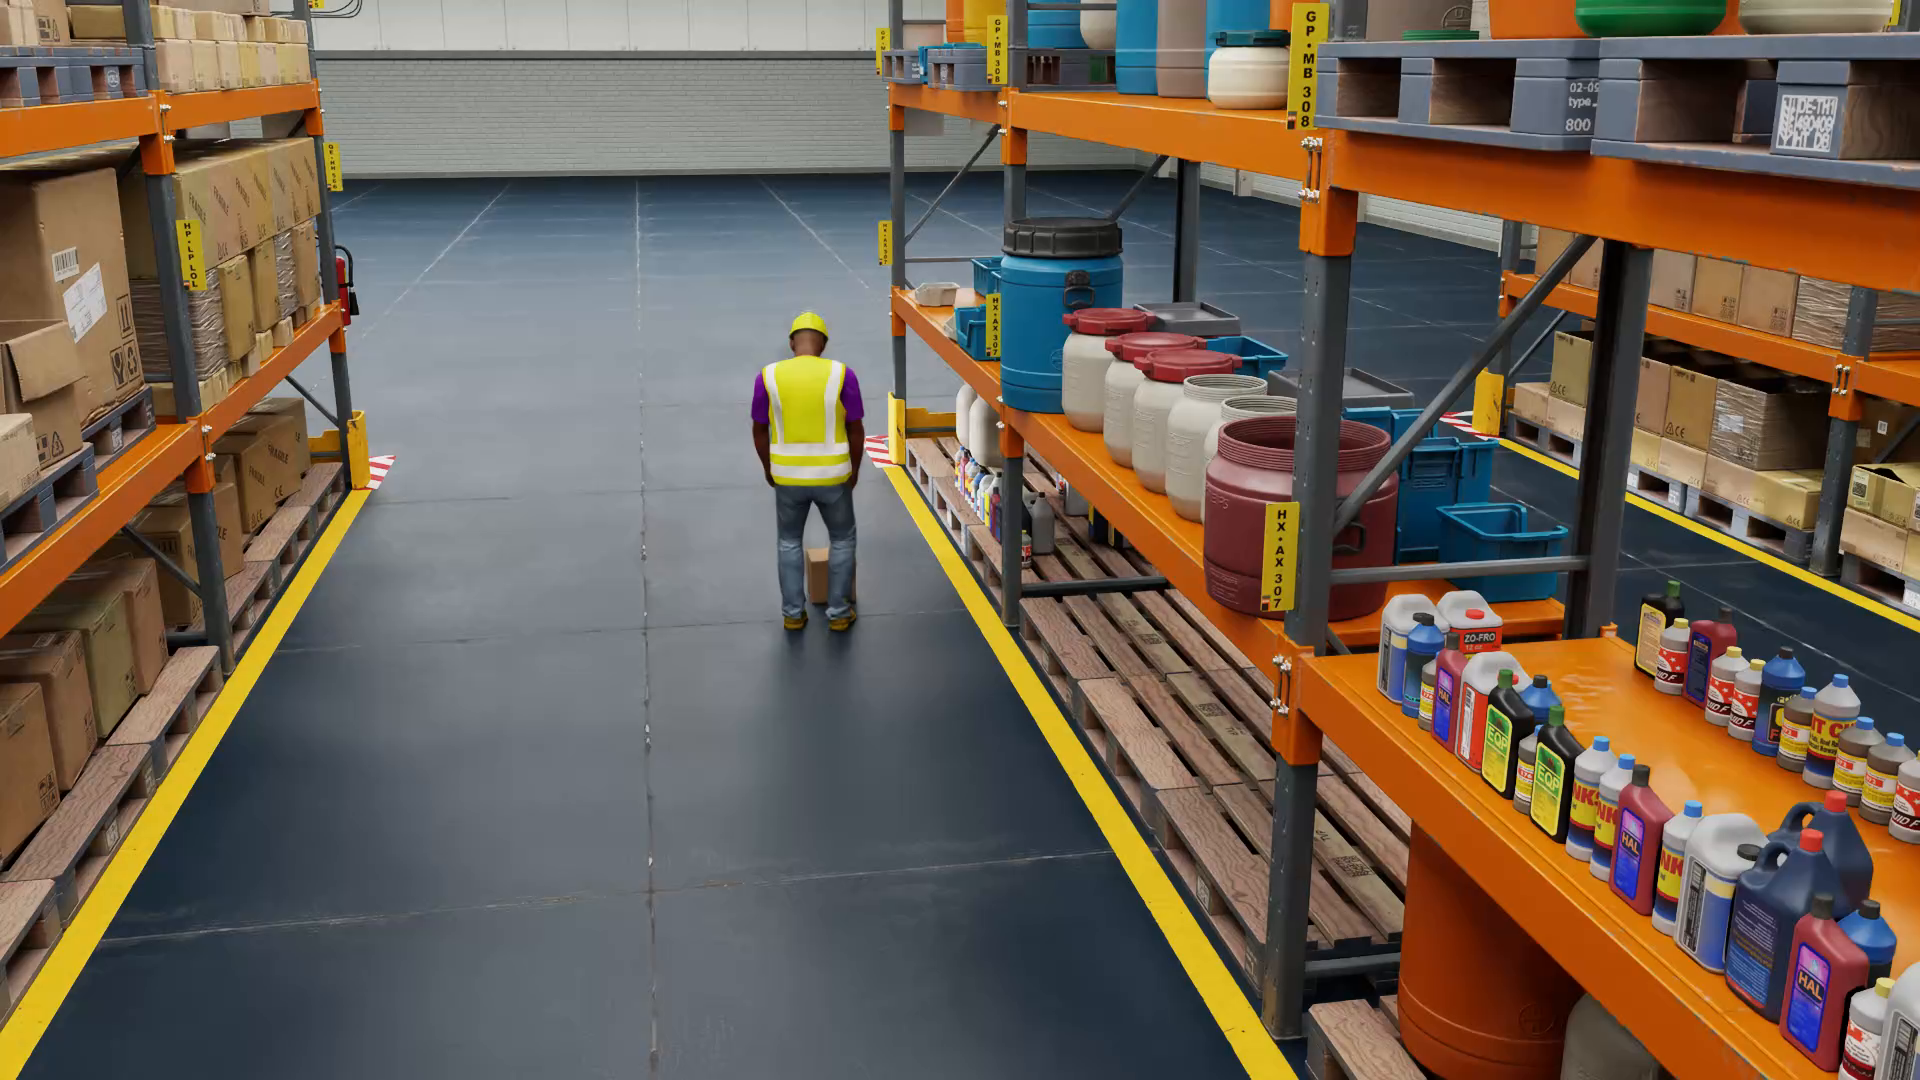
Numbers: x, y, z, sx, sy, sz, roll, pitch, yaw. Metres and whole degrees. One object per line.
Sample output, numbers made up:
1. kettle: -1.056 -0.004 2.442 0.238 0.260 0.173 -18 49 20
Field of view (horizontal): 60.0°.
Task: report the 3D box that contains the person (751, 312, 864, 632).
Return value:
1. person: -0.804 -0.358 8.874 0.602 1.682 0.511 1 16 5
